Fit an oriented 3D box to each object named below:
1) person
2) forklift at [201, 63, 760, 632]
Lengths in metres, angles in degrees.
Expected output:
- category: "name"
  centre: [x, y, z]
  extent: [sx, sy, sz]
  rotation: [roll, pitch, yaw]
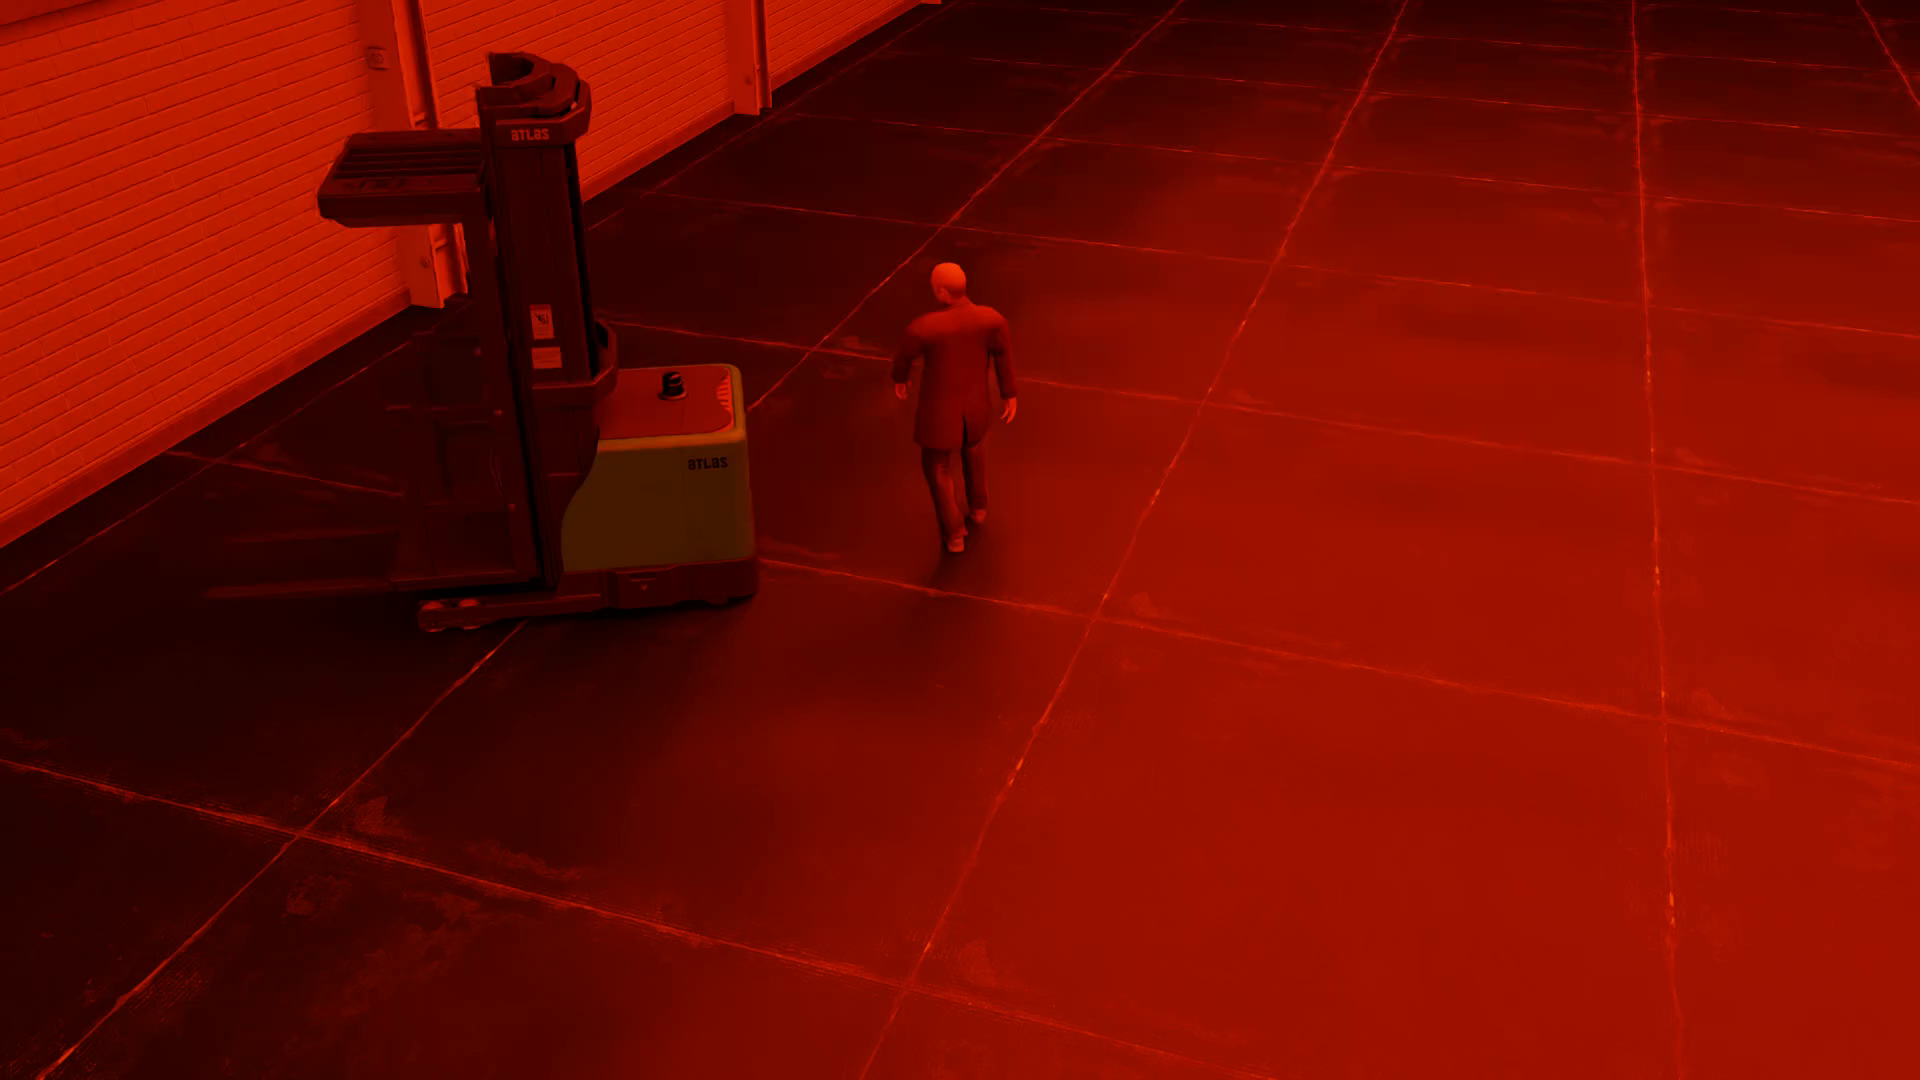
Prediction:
- category: "person"
  centre: [-0.014, -0.840, 9.832]
  extent: [0.677, 1.731, 0.683]
  rotation: [-11, 32, -19]
- category: "forklift"
  centre: [-2.706, -1.015, 8.982]
  extent: [3.031, 2.867, 1.129]
  rotation: [-4, 30, -8]
